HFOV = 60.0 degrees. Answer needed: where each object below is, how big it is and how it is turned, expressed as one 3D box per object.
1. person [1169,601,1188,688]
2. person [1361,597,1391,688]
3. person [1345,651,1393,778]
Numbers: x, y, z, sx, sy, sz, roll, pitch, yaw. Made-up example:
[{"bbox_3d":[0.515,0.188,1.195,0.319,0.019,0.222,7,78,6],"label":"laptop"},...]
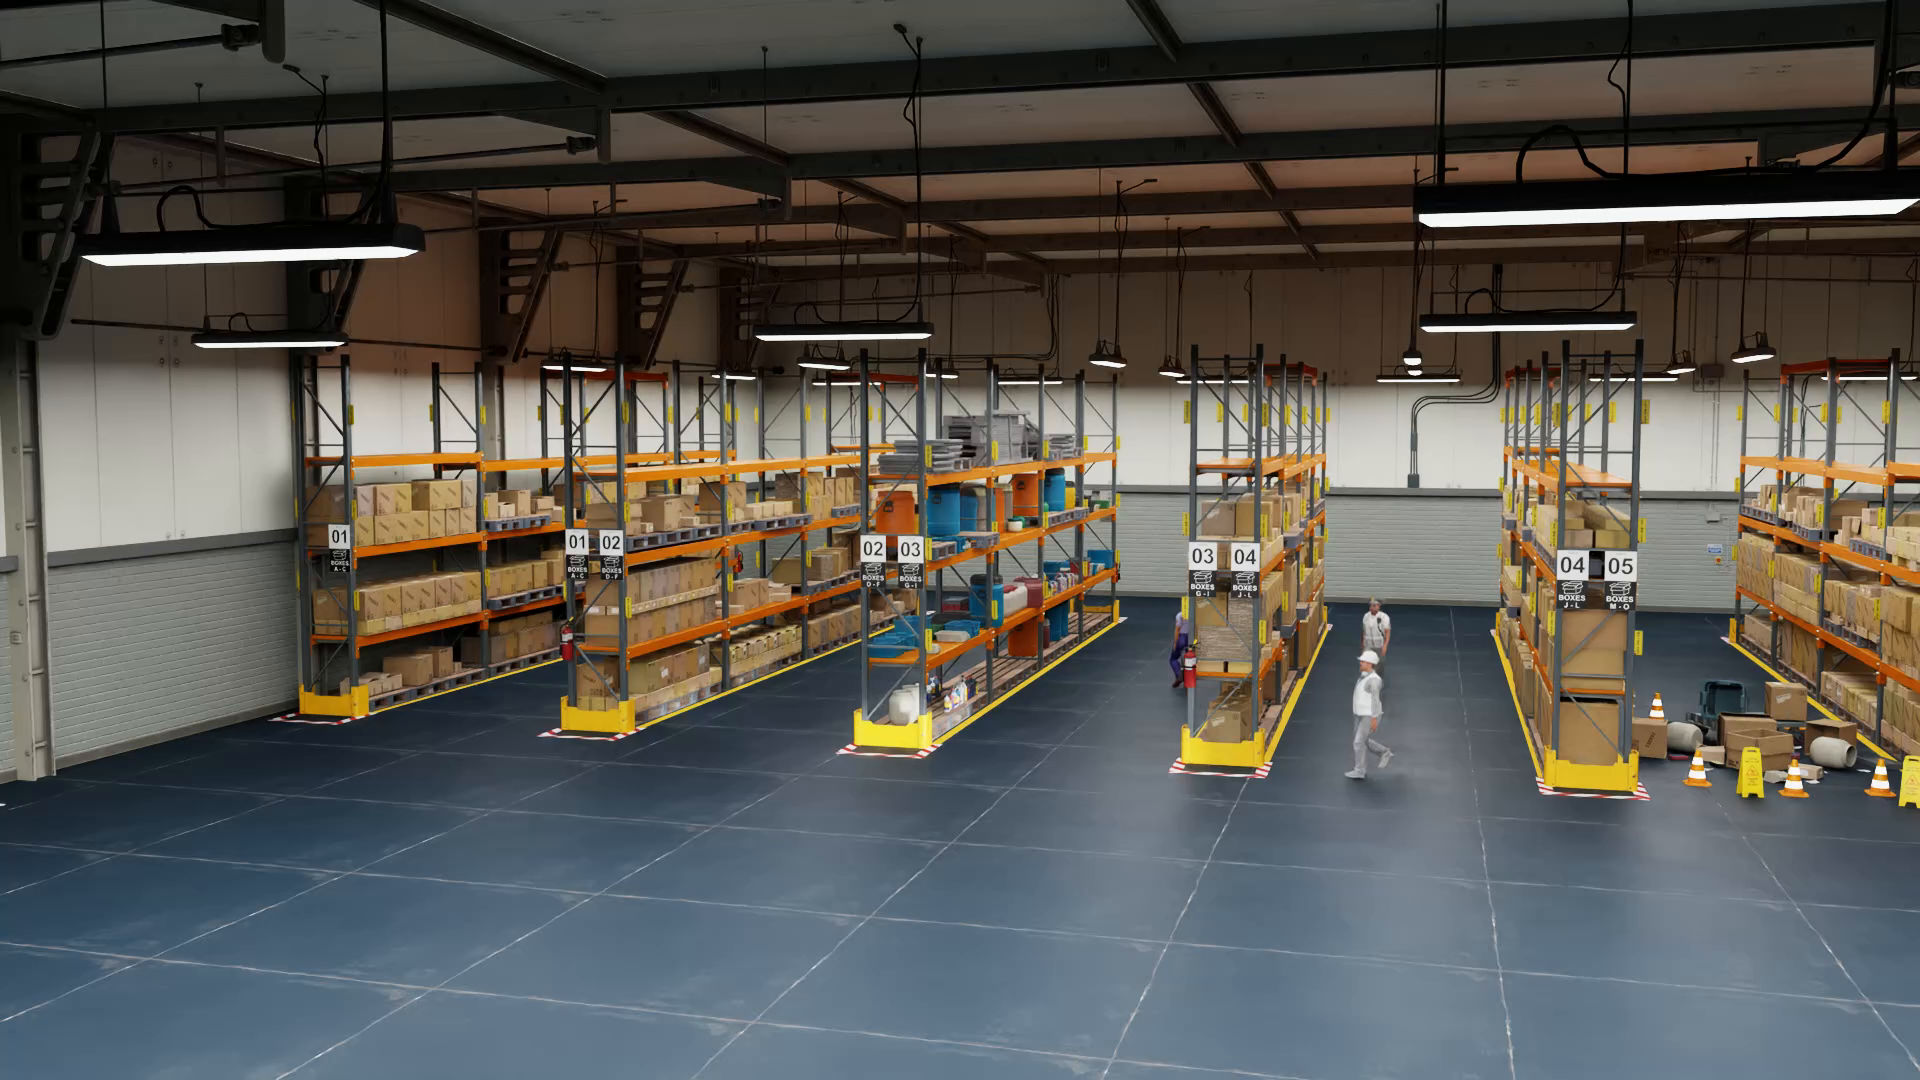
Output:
[{"bbox_3d":[4.132,1.903,30.483,0.536,1.633,0.453,-1,5,-18],"label":"person"},{"bbox_3d":[7.477,1.883,29.930,0.534,1.706,1.084,1,5,18],"label":"person"},{"bbox_3d":[5.675,2.398,22.943,0.820,1.750,0.536,-1,4,-16],"label":"person"}]
